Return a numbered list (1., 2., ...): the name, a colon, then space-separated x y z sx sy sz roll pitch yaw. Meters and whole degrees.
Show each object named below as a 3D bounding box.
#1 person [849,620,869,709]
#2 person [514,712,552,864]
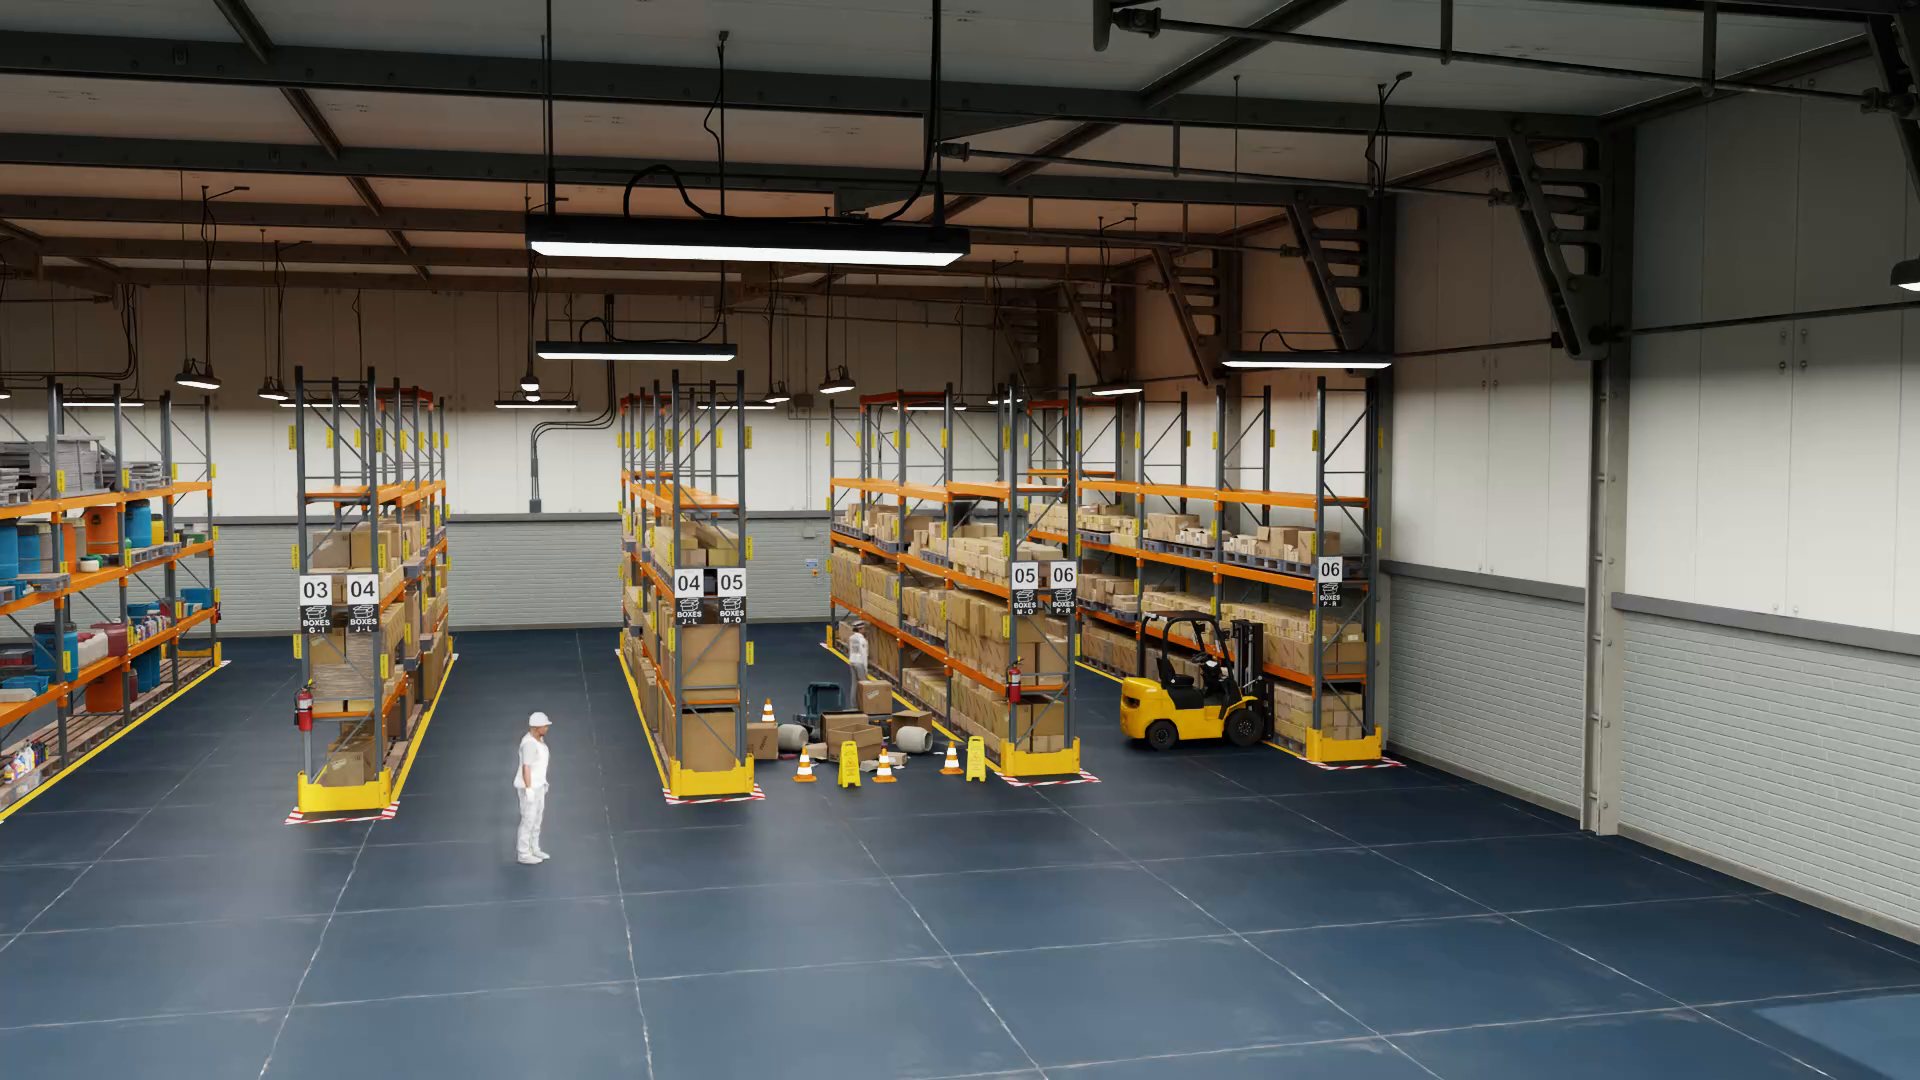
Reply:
1. person: -1.841 2.318 30.732 0.373 1.683 0.536 -2 4 -36
2. person: -5.065 2.935 19.773 0.450 1.790 0.585 0 3 0
